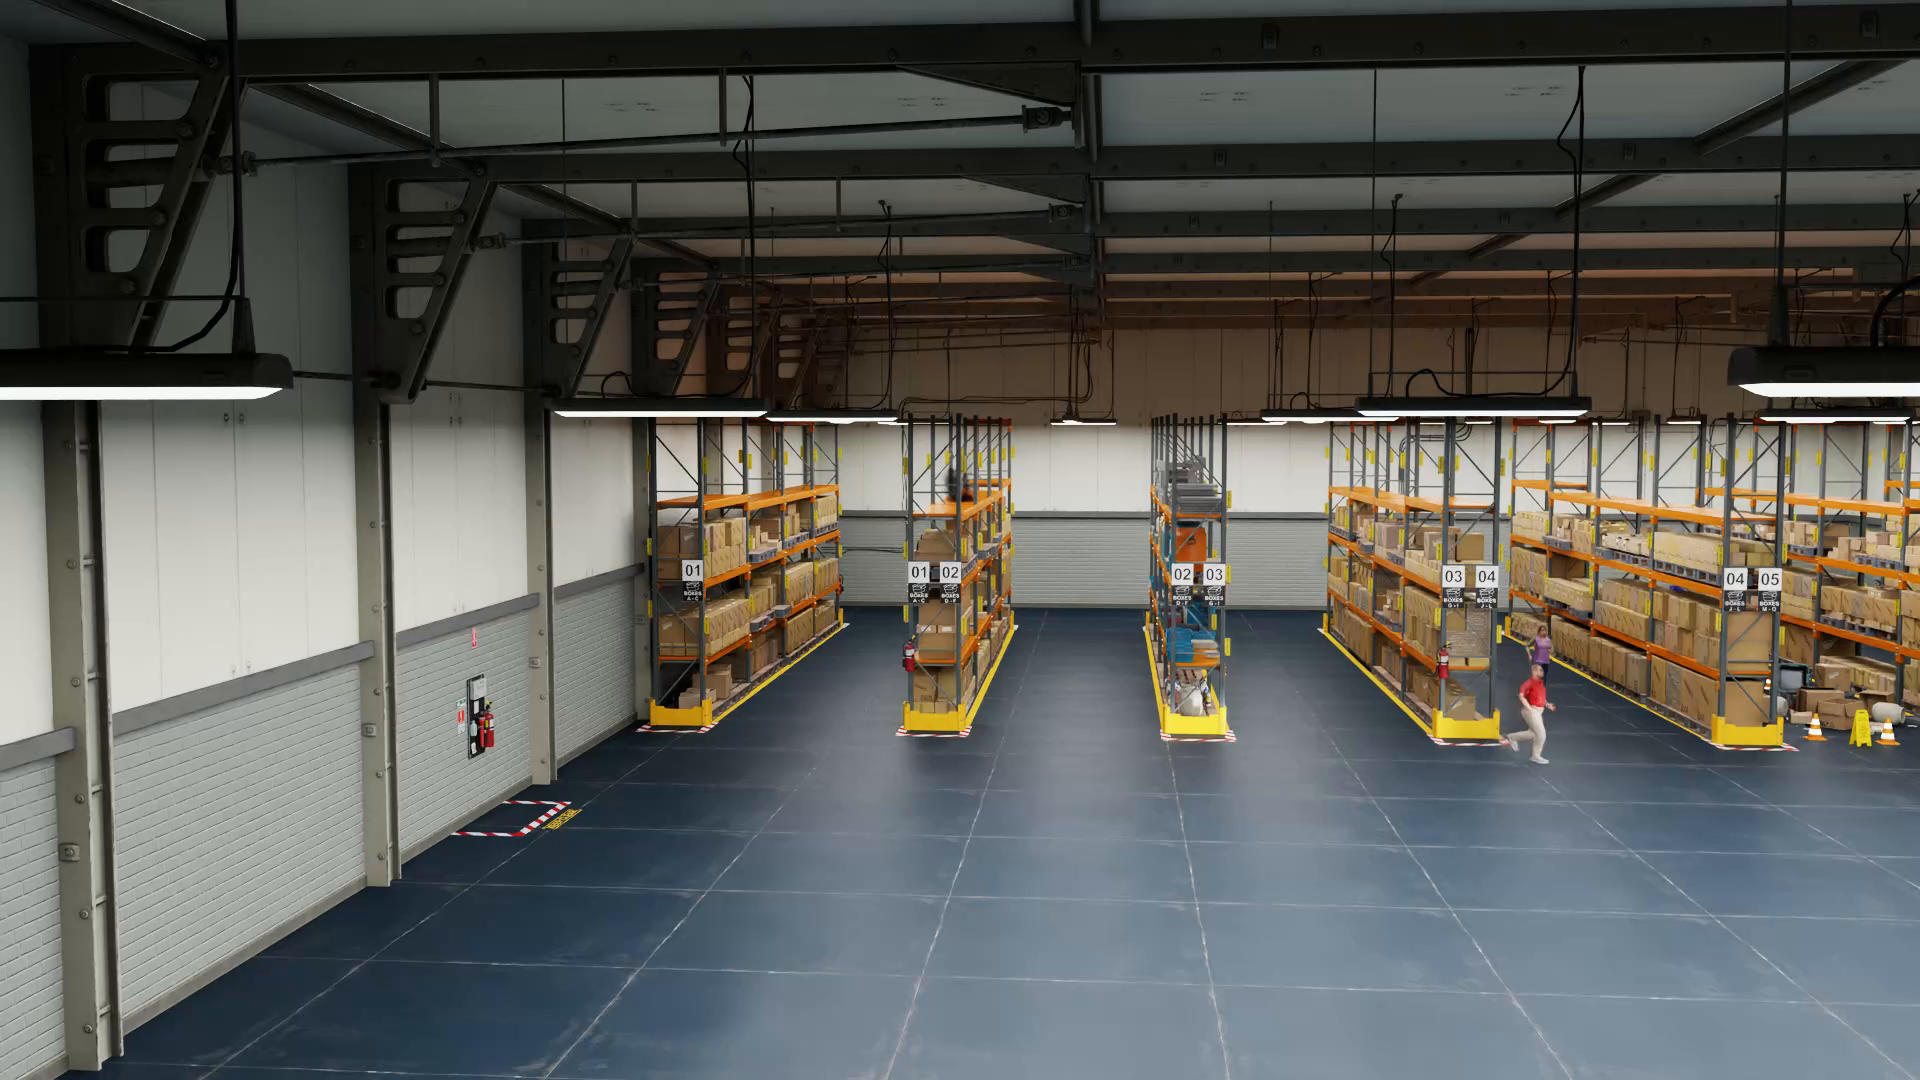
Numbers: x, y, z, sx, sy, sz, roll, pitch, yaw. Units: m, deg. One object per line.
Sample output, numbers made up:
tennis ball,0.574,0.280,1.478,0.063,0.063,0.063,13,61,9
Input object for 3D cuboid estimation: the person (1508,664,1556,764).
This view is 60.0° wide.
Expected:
person,9.780,2.966,28.596,0.774,1.688,0.647,3,5,38

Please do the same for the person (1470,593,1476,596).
person,13.710,1.905,43.844,0.629,1.840,0.973,0,4,5

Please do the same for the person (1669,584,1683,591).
person,20.241,1.745,47.120,0.894,1.605,0.654,1,4,19

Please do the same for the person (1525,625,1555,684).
person,12.097,2.591,34.633,0.505,1.641,0.710,0,4,-6
